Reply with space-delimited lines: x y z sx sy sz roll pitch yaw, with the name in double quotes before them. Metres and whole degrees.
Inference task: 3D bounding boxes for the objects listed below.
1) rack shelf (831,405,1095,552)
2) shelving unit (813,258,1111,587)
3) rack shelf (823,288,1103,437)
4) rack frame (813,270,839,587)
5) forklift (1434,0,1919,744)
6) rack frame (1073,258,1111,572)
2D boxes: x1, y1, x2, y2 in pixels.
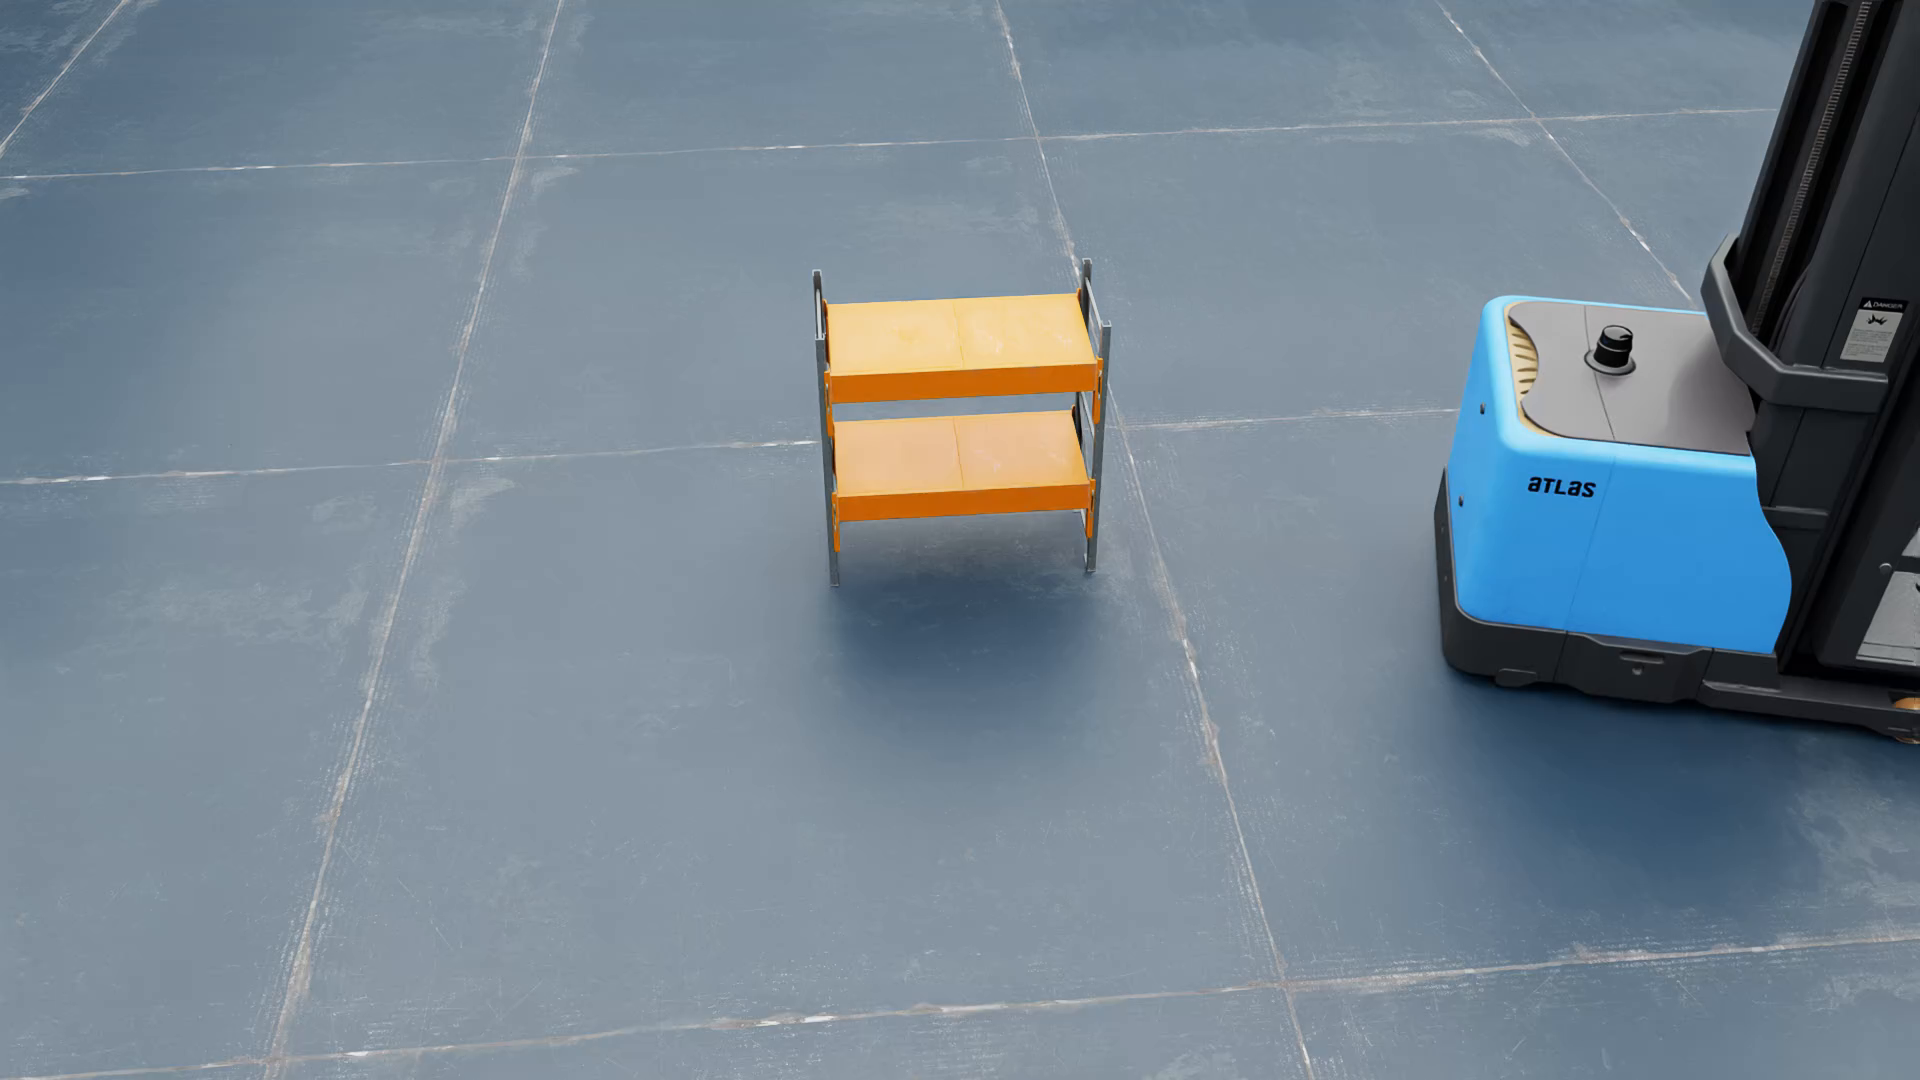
"rack shelf" -0.007 -0.249 6.553 1.000 0.278 0.538 -3 38 -4
"shelving unit" -0.007 -0.441 6.401 1.048 1.125 0.538 -3 38 -4
"rack shelf" -0.007 -0.671 6.220 1.000 0.278 0.538 -3 38 -4
"rack frame" -0.513 -0.413 6.366 0.032 1.125 0.500 -3 38 -4
"forklift" 3.342 -0.773 5.363 3.031 2.935 1.130 6 39 8
"rack frame" 0.500 -0.469 6.436 0.032 1.125 0.500 -3 38 -4
